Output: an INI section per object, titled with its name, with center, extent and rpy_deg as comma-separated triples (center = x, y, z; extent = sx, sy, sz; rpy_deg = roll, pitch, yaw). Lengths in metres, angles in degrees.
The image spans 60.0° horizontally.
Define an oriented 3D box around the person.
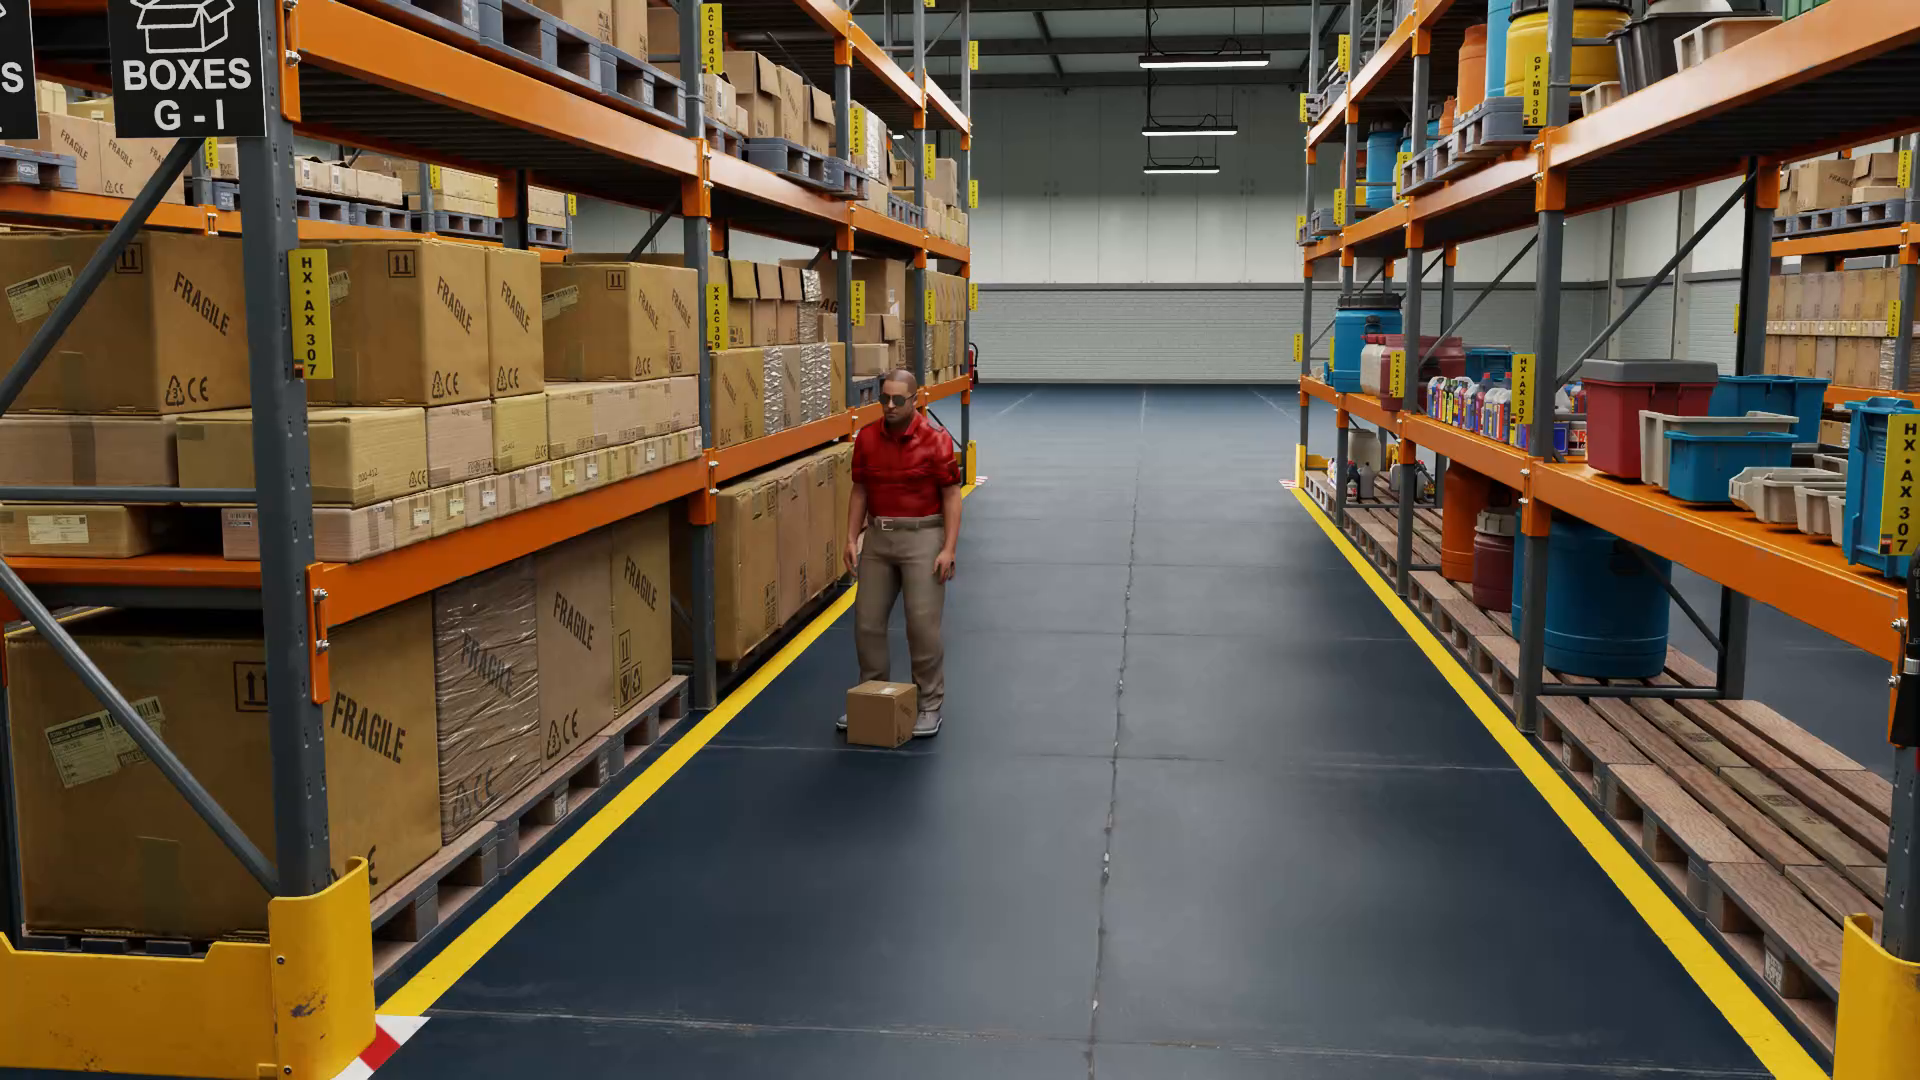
[person]
center = -0.282, 0.052, 7.954
extent = 0.585, 1.726, 0.396
rpy_deg = 3, 8, 22
